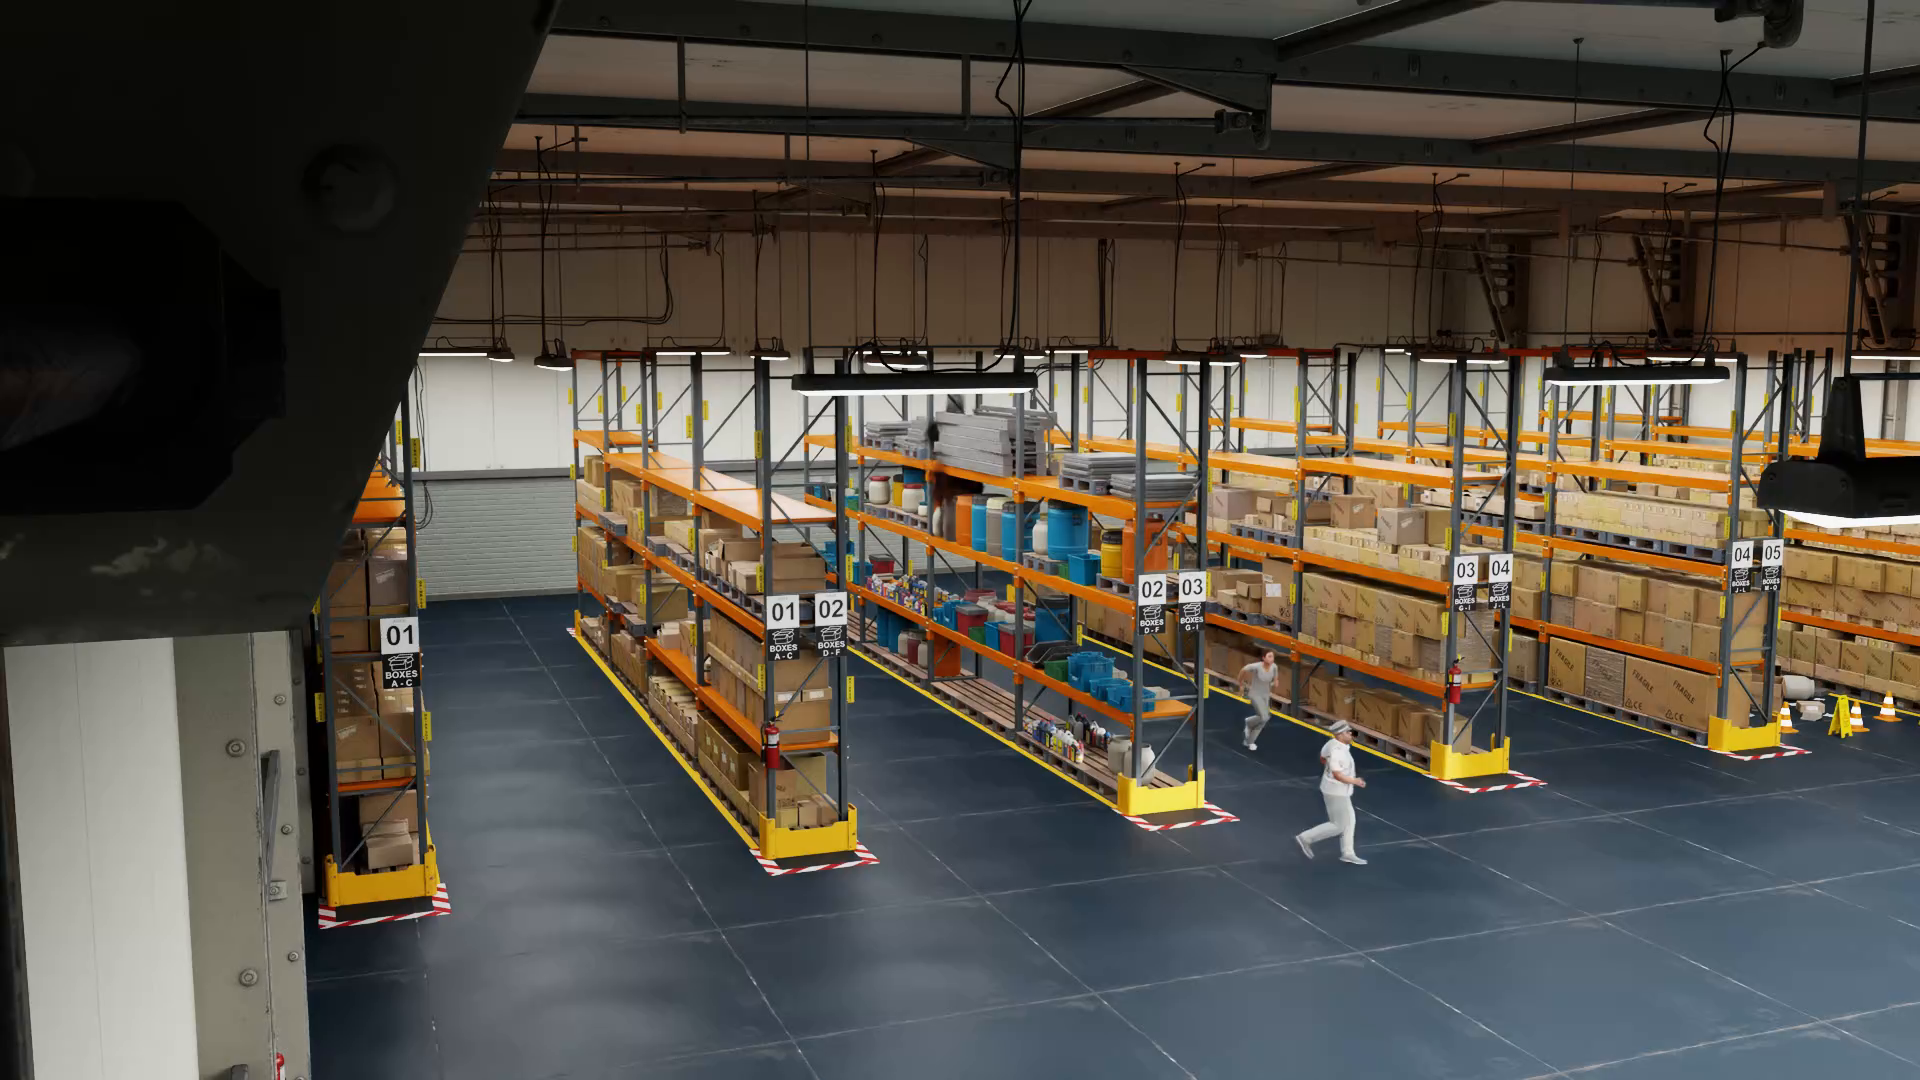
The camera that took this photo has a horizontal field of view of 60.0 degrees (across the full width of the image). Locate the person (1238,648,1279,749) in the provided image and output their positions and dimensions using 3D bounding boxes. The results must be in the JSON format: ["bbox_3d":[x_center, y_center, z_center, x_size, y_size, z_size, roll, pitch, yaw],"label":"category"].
[{"bbox_3d":[4.574,2.413,25.256,0.552,1.594,0.689,-4,8,-30],"label":"person"}]

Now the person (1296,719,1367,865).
[{"bbox_3d":[4.452,3.007,19.863,0.871,1.788,0.671,1,7,6],"label":"person"}]
